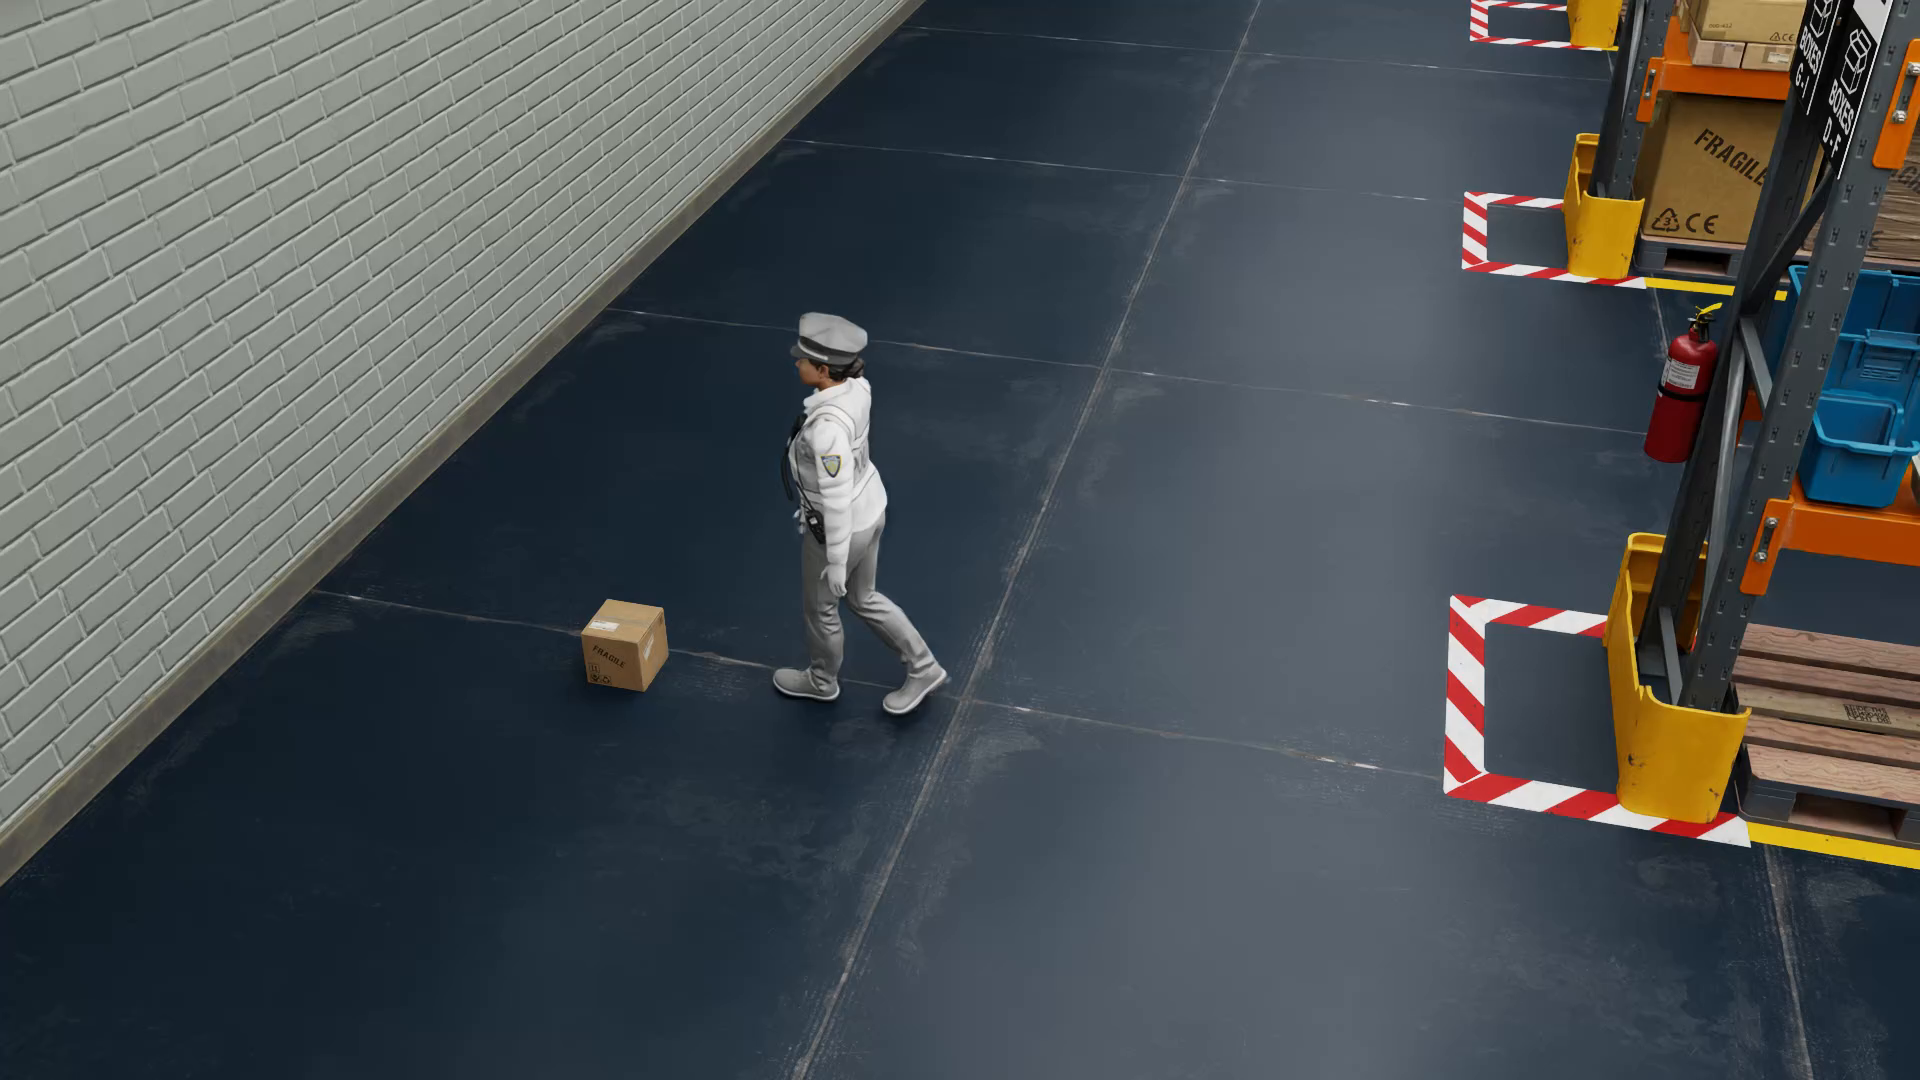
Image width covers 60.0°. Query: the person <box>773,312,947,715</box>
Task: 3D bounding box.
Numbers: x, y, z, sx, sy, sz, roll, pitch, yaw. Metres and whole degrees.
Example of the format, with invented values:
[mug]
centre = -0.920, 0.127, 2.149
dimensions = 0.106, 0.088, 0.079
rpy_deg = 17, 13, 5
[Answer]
[person]
centre = -0.423, -0.048, 6.186
dimensions = 0.712, 1.670, 0.508
rpy_deg = 9, 34, 14
